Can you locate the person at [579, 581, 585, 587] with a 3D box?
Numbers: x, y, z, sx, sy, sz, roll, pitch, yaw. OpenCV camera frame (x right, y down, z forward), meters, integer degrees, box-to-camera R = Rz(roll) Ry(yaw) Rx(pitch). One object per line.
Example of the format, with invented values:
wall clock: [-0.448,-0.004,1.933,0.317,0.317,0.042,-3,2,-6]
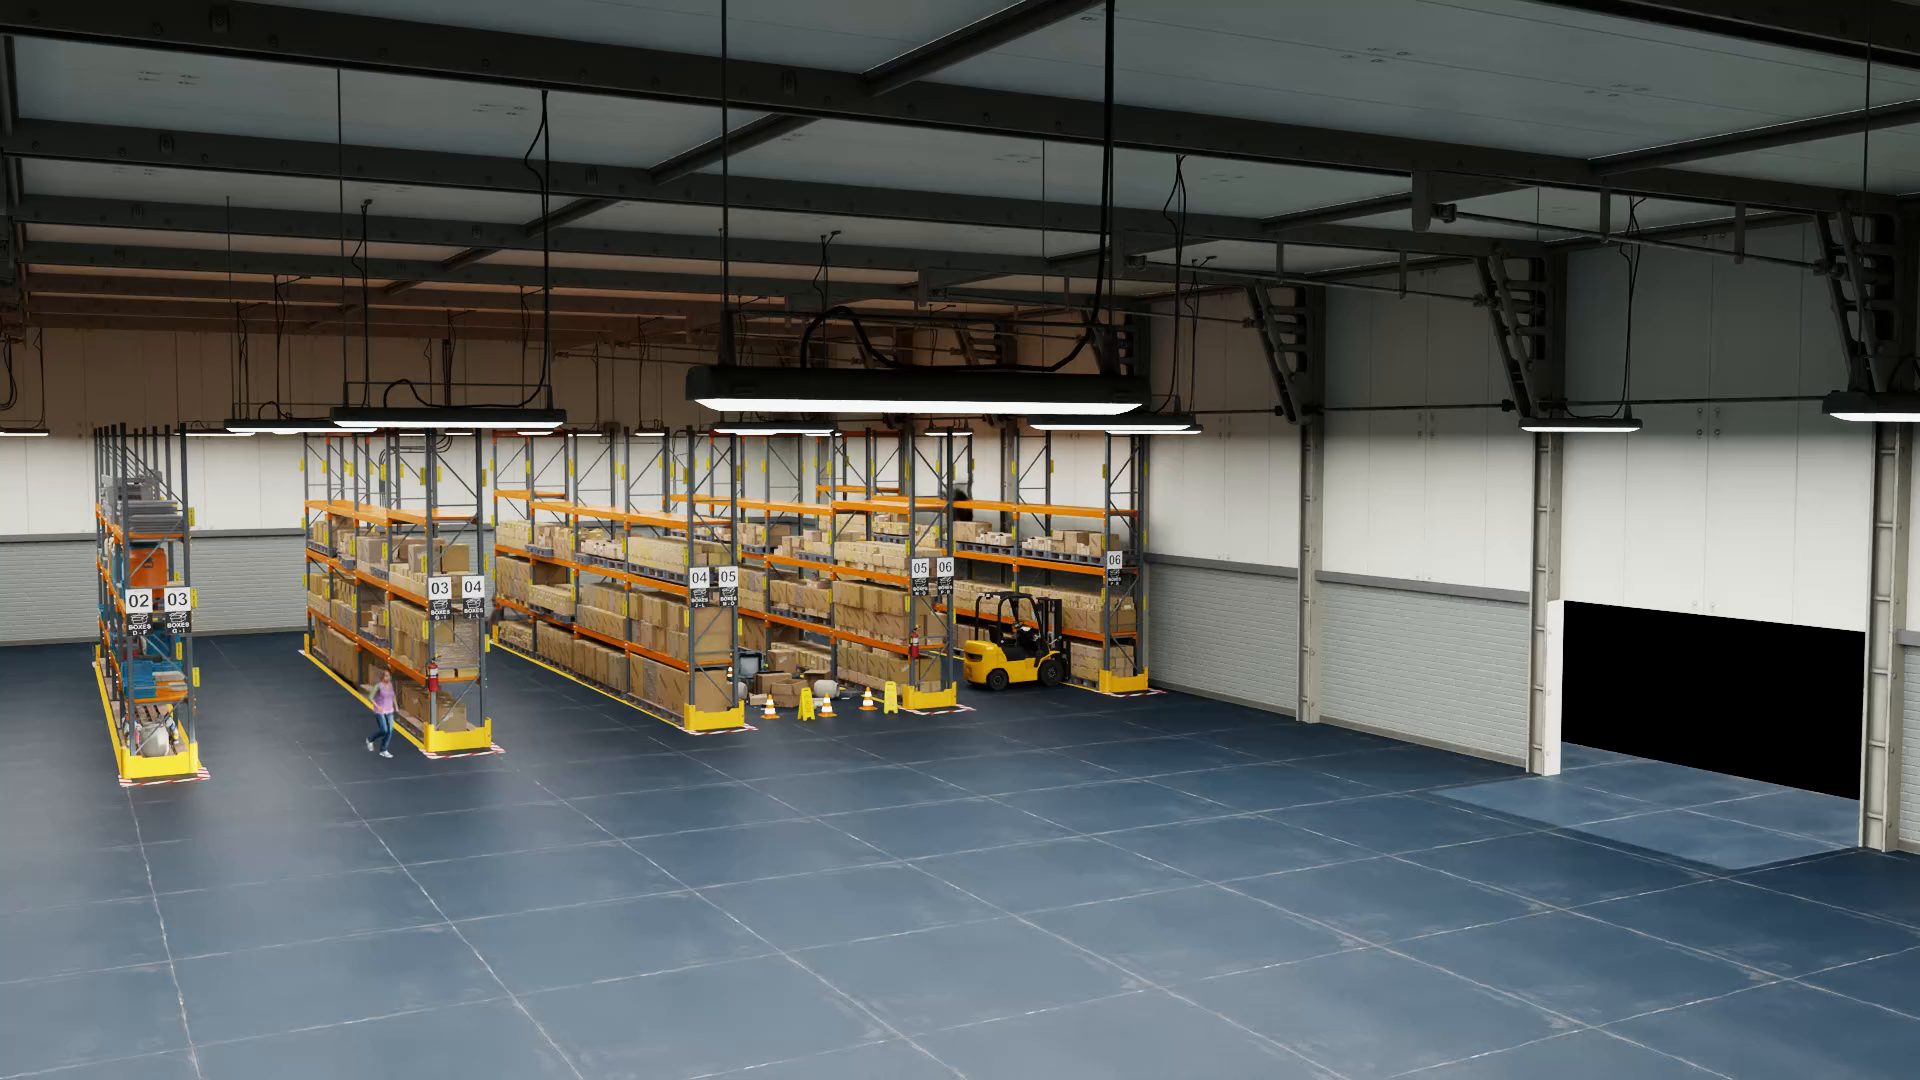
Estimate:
person: [-10.641,1.975,46.849,0.631,1.653,0.501,-3,5,-41]

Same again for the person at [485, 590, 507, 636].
person: [-13.373,1.940,48.017,0.964,1.693,0.726,-1,4,-17]

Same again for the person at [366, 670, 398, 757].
person: [-10.454,3.133,30.095,0.506,1.572,0.573,2,4,32]
